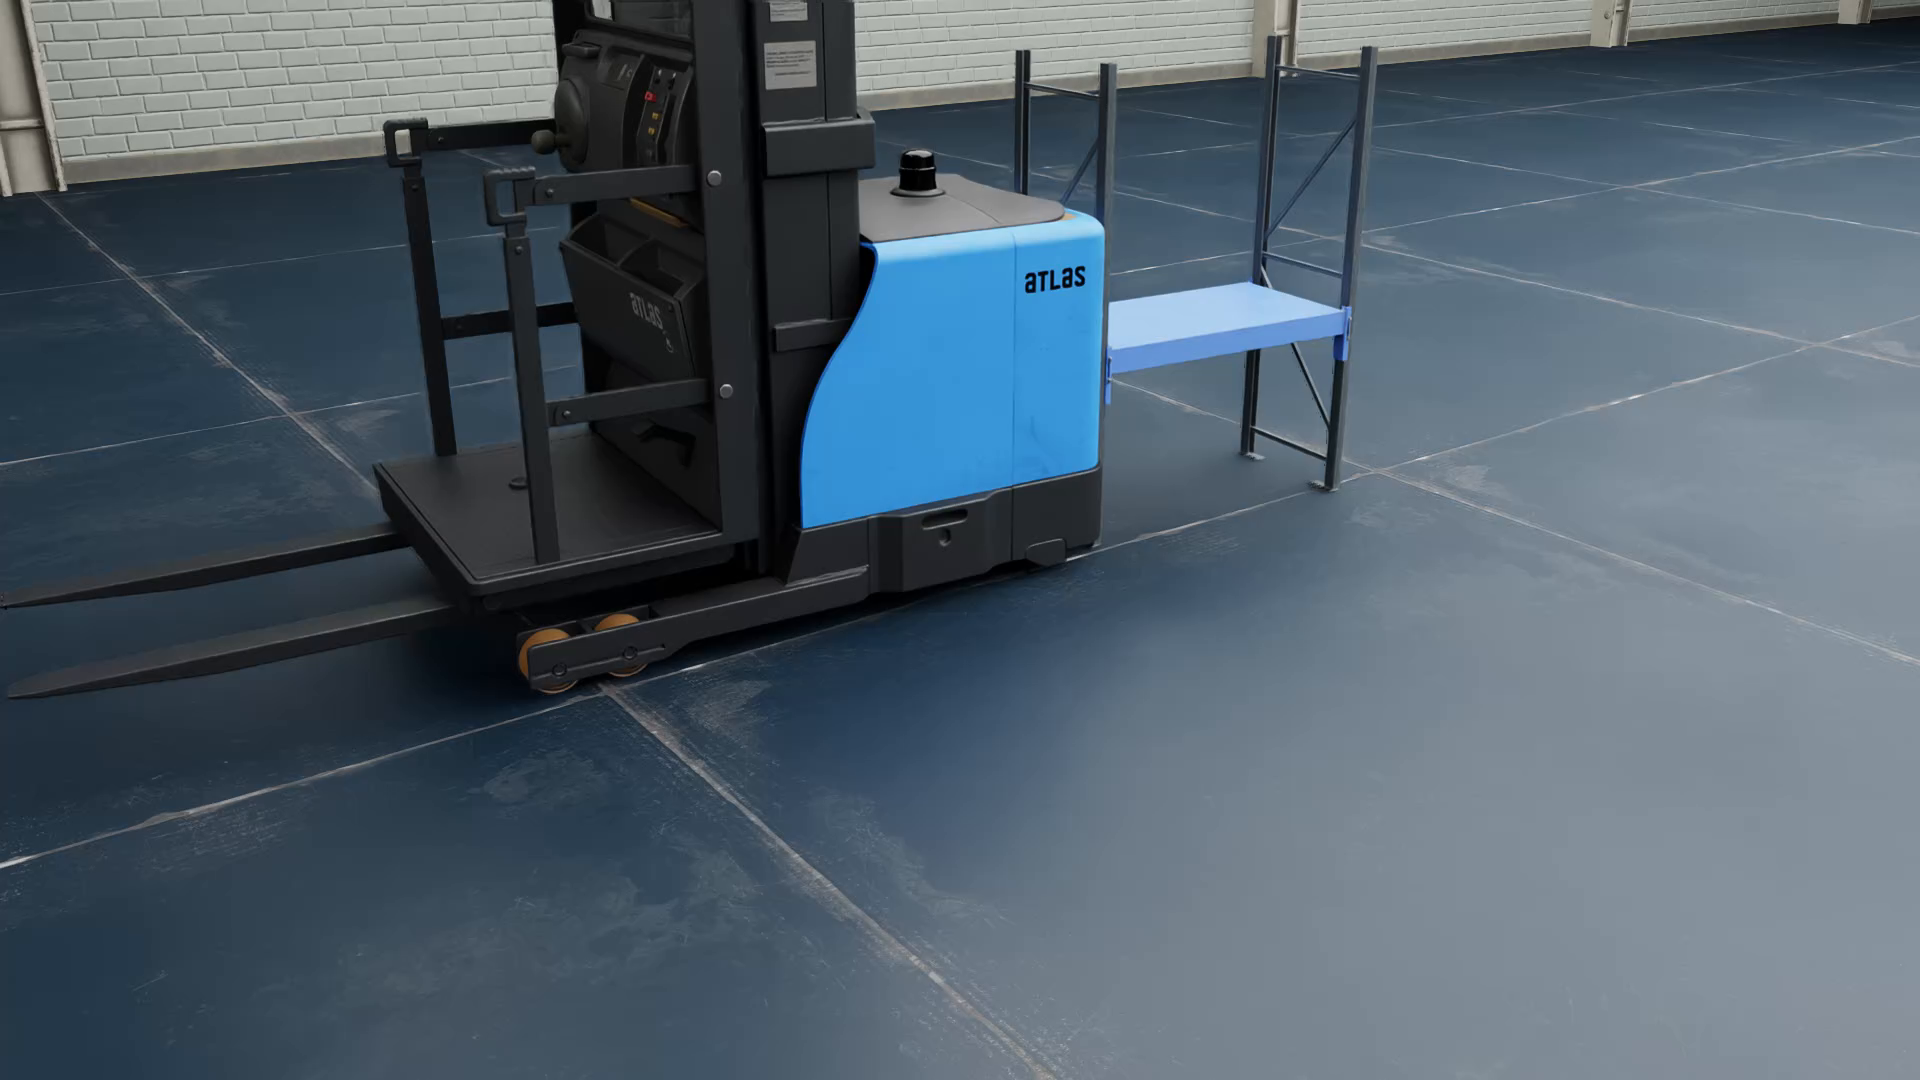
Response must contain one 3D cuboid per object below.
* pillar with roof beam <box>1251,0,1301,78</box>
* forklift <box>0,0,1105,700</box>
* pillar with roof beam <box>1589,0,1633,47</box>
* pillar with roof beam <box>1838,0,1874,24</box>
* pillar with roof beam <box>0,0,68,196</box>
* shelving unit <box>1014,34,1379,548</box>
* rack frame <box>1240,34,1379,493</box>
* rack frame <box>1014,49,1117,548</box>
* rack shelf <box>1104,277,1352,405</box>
[{"bbox_3d":[5.886,-7.882,13.008,0.400,9.000,9.100,-15,26,-33],"label":"pillar with roof beam"},{"bbox_3d":[-1.088,-1.180,4.398,3.031,2.935,1.130,-12,25,-28],"label":"forklift"},{"bbox_3d":[10.756,-9.181,16.263,0.400,9.000,9.100,-15,26,-33],"label":"pillar with roof beam"},{"bbox_3d":[15.627,-10.480,19.517,0.400,9.000,9.100,-15,26,-33],"label":"pillar with roof beam"},{"bbox_3d":[-3.855,-5.285,6.499,0.400,9.000,9.100,-15,26,-33],"label":"pillar with roof beam"},{"bbox_3d":[0.750,-0.849,5.499,1.048,1.500,0.538,-12,25,-28],"label":"shelving unit"},{"bbox_3d":[1.187,-0.945,5.741,0.032,1.500,0.500,-12,25,-28],"label":"rack frame"},{"bbox_3d":[0.313,-0.752,5.258,0.032,1.500,0.500,-12,25,-28],"label":"rack frame"},{"bbox_3d":[0.750,-0.681,5.566,1.000,0.185,0.538,-12,25,-28],"label":"rack shelf"}]
